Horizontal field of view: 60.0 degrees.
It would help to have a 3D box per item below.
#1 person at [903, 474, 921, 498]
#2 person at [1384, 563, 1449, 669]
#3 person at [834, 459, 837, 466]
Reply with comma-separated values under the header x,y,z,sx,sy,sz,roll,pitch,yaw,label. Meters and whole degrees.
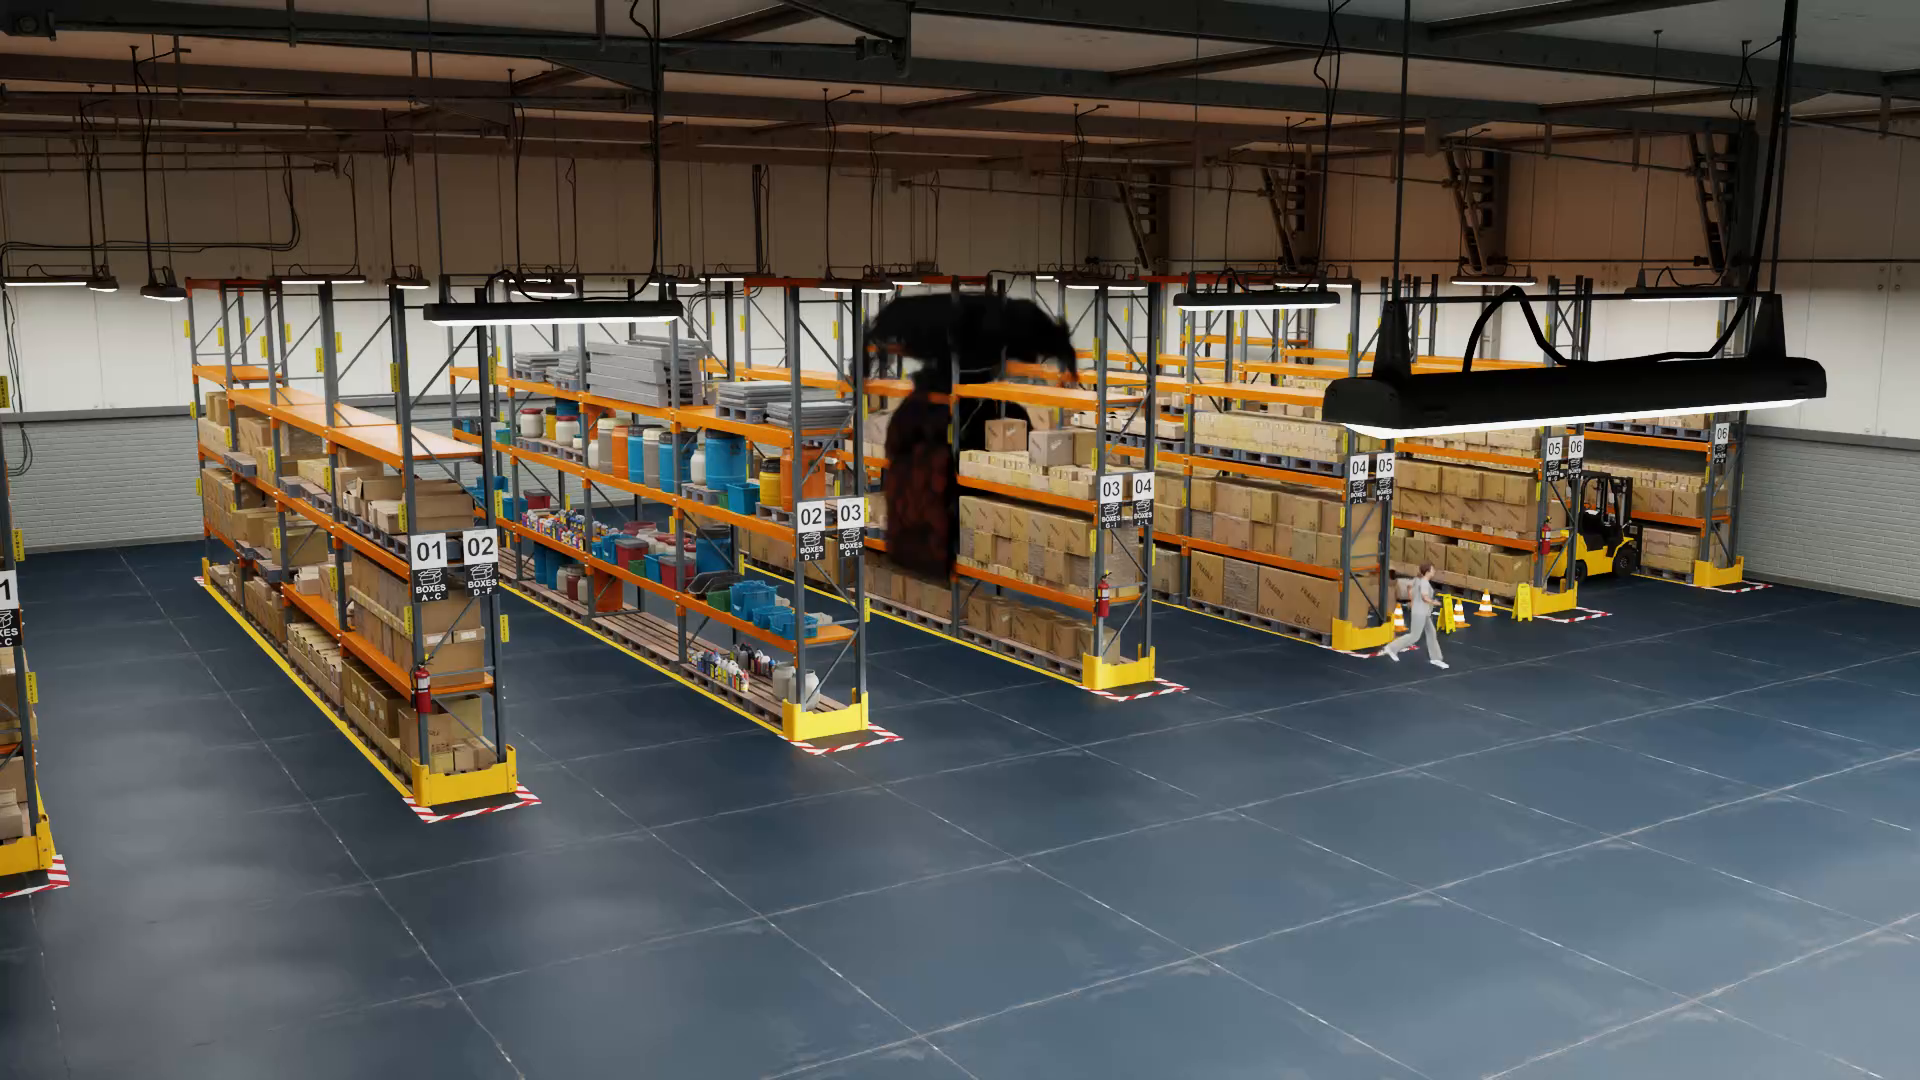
x,y,z,sx,sy,sz,roll,pitch,yaw,label
-0.959,-0.597,36.327,0.640,1.852,0.795,-5,11,-29,person
7.175,1.173,26.026,1.013,1.670,0.587,1,10,5,person
-2.867,-1.056,39.099,0.660,1.794,0.706,-4,10,-23,person
